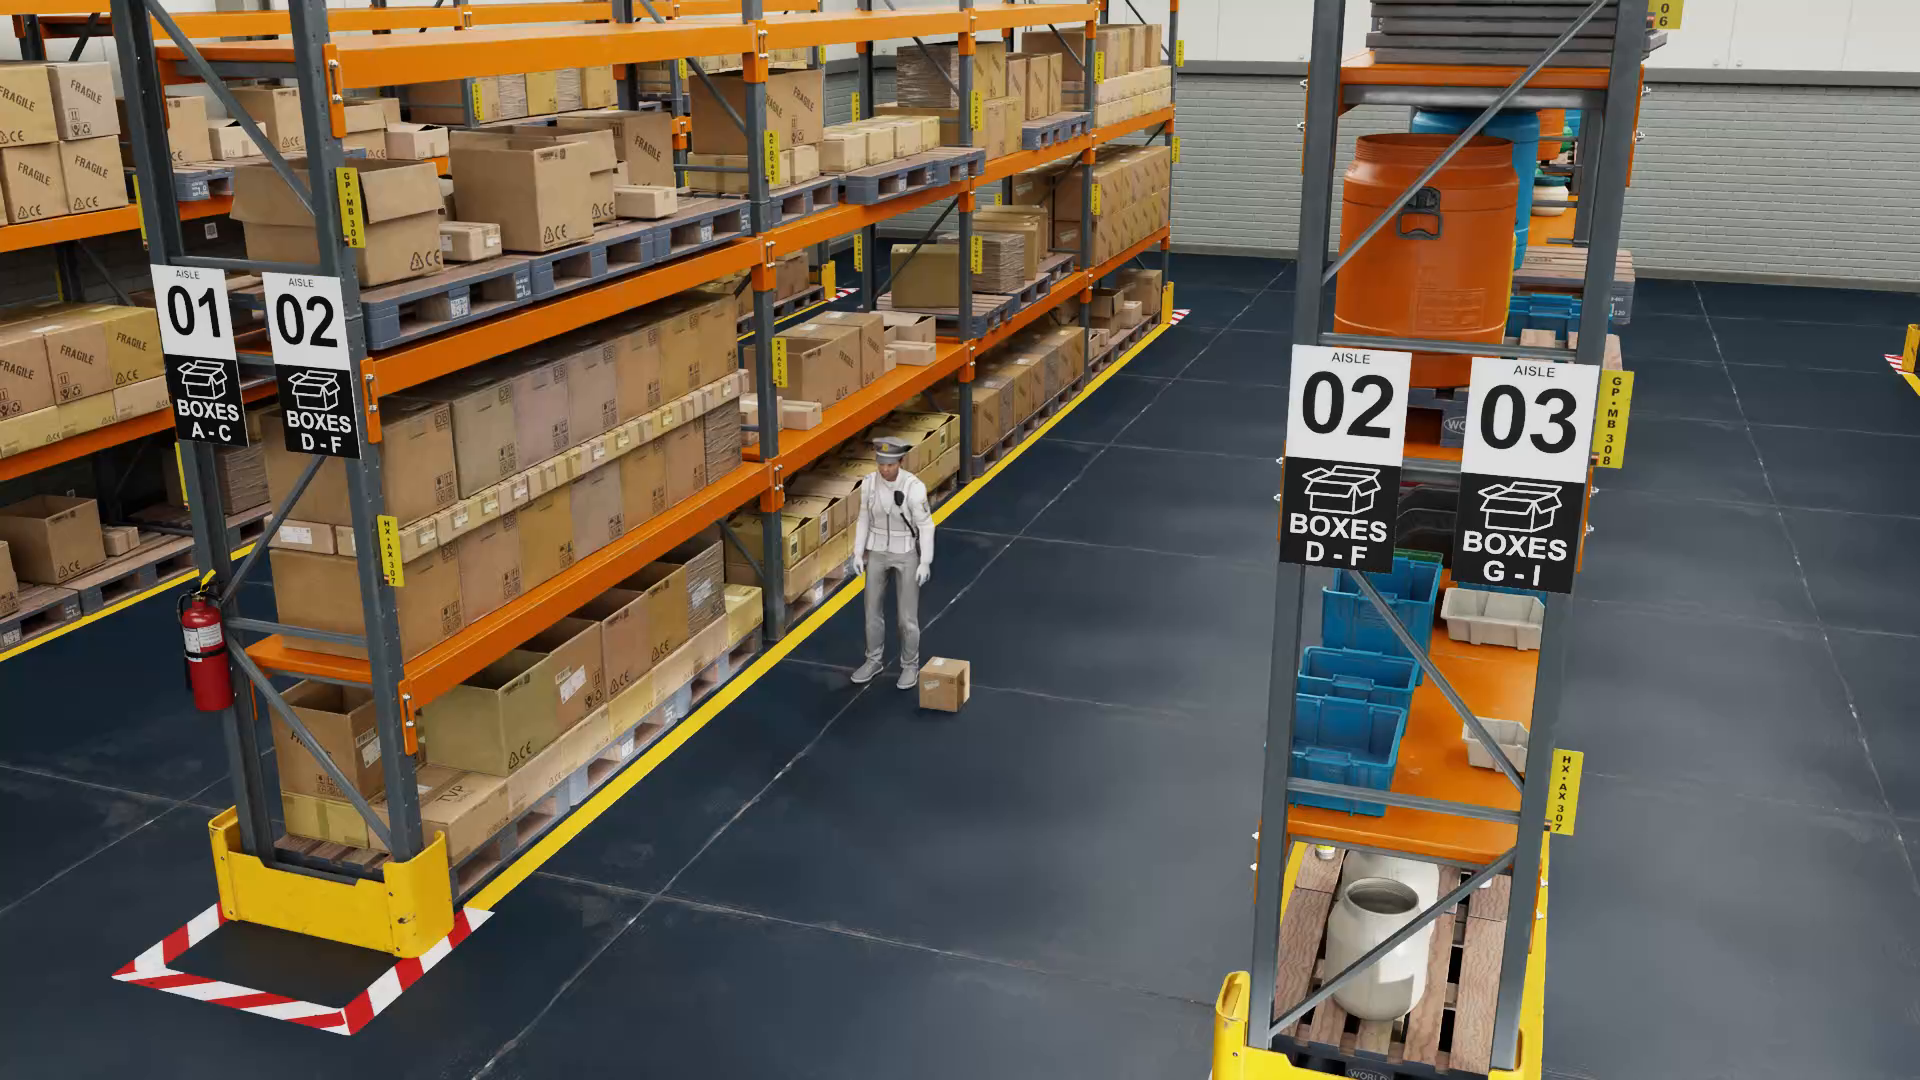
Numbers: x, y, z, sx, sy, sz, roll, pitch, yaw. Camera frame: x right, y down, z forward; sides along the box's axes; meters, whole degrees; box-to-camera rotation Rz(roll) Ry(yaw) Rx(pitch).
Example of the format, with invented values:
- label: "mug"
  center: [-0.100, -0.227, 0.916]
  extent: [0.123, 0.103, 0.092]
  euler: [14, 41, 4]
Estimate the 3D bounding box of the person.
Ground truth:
- label: "person"
  center: [-0.429, 0.129, 10.680]
  extent: [0.538, 1.663, 0.378]
  euler: [6, 20, 18]
